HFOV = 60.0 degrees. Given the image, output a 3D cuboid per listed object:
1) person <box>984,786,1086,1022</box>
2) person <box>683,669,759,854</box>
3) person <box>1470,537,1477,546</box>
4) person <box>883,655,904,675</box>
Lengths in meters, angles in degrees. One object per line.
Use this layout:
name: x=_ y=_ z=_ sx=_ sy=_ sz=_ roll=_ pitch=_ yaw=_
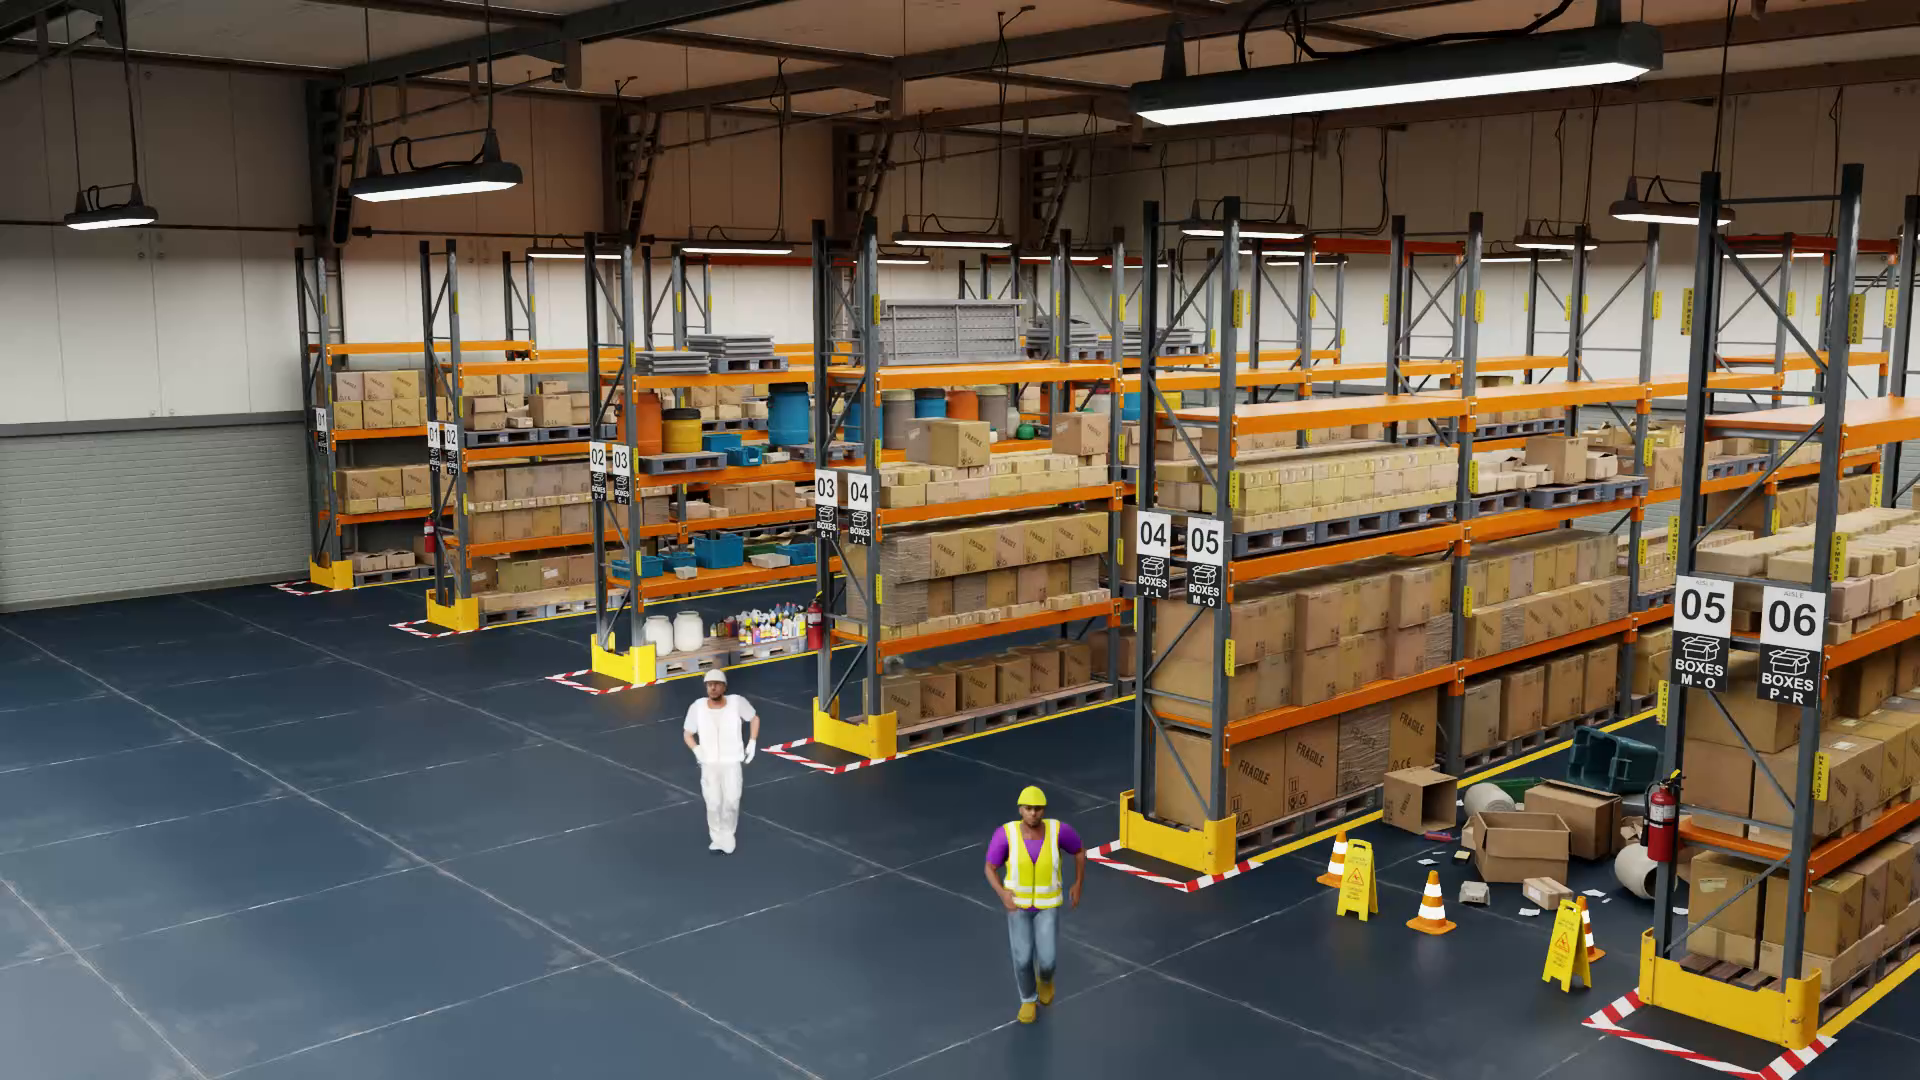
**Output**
person: x=0.538 y=2.597 z=11.842 sx=0.735 sy=1.732 sz=0.592 roll=0 pitch=8 yaw=0
person: x=-2.214 y=2.054 z=15.358 sx=0.686 sy=1.740 sz=0.614 roll=0 pitch=8 yaw=-3
person: x=7.421 y=0.686 z=24.413 sx=0.697 sy=1.783 sz=1.043 roll=8 pitch=11 yaw=43
person: x=-0.897 y=1.191 z=21.691 sx=0.580 sy=1.648 sz=0.536 roll=6 pitch=10 yaw=36
